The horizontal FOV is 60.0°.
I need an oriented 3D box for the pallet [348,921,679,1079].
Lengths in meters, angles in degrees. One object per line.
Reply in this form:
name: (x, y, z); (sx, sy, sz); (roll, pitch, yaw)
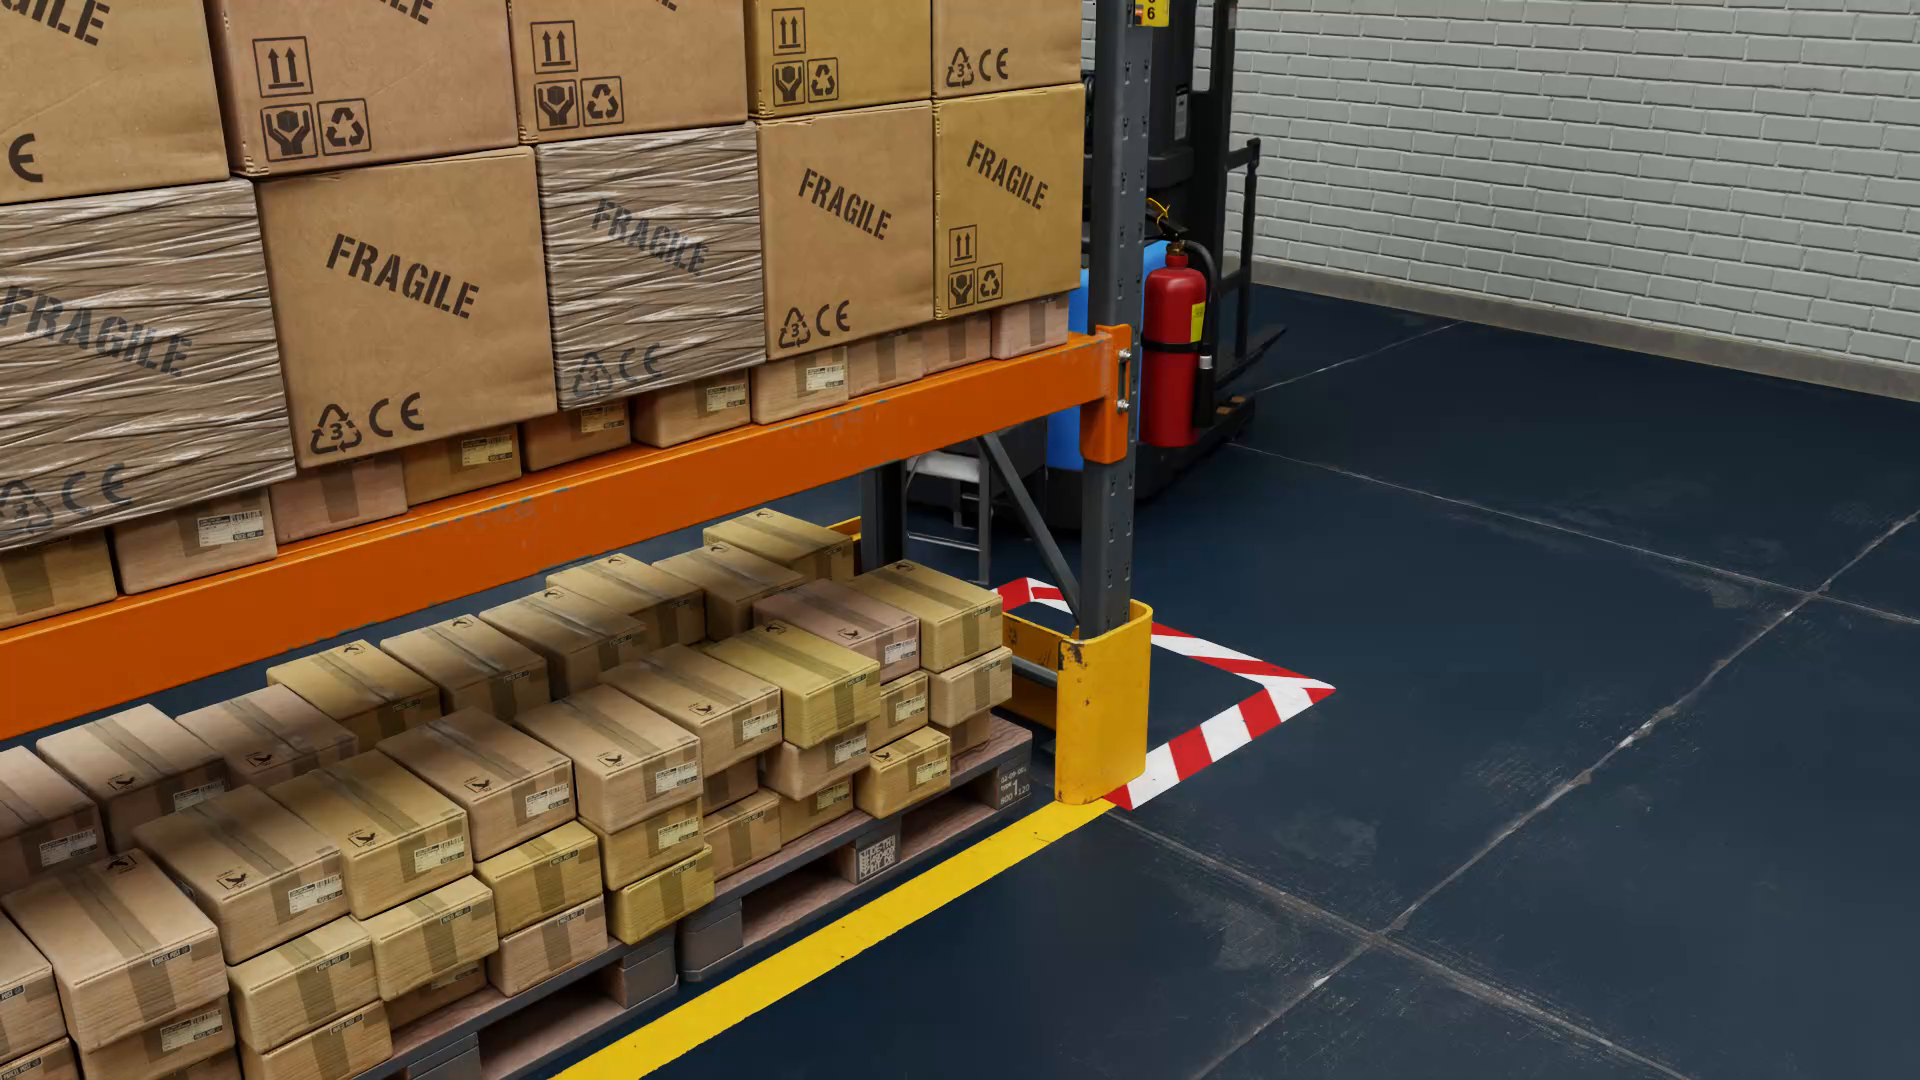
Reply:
pallet: (-1.414, 0.974, 3.745); (1.003, 0.211, 1.213); (19, 28, 41)

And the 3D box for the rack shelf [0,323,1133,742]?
rack shelf: (-1.313, -0.009, 3.420); (1.077, 0.370, 4.000); (19, 28, 41)

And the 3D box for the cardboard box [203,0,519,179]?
cardboard box: (-1.135, -0.928, 2.861); (0.500, 0.500, 0.500); (18, 27, 39)

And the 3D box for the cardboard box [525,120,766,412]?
cardboard box: (-0.757, -0.601, 3.402); (0.500, 0.500, 0.500); (19, 28, 41)

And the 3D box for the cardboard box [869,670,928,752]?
cardboard box: (-0.302, 0.398, 4.332); (0.380, 0.149, 0.250); (18, 28, 39)

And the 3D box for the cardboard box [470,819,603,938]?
cardboard box: (-0.987, 0.676, 3.609); (0.250, 0.149, 0.380); (-18, 28, -39)

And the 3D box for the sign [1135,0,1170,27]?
sign: (0.466, -1.403, 3.989); (0.100, 0.325, 0.005); (19, 28, 41)

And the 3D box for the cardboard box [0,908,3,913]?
cardboard box: (-1.953, 0.748, 3.420); (0.250, 0.149, 0.380); (-19, 28, -41)

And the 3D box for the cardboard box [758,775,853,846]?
cardboard box: (-0.488, 0.601, 4.218); (0.380, 0.149, 0.250); (19, 28, 40)

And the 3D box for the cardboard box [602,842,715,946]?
cardboard box: (-0.784, 0.749, 3.833); (0.380, 0.149, 0.250); (18, 27, 38)

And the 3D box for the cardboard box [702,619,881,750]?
cardboard box: (-0.412, 0.346, 4.052); (0.380, 0.149, 0.250); (18, 28, 39)

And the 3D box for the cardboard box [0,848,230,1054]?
cardboard box: (-1.542, 0.739, 3.031); (0.250, 0.149, 0.380); (-19, 28, -41)

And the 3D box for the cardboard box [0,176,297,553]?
cardboard box: (-1.465, -0.330, 2.698); (0.500, 0.500, 0.500); (18, 28, 40)

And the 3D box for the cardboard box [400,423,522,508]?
cardboard box: (-1.078, -0.206, 3.279); (0.250, 0.149, 0.380); (-20, 28, -41)

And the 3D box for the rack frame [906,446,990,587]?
rack frame: (-0.072, -0.841, 5.835); (0.400, 2.100, 0.015); (11, 24, 26)

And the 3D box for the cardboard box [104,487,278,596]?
cardboard box: (-1.392, -0.055, 2.887); (0.250, 0.149, 0.380); (-19, 28, -40)

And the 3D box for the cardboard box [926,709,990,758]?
cardboard box: (-0.136, 0.463, 4.576); (0.250, 0.149, 0.380); (-20, 28, -41)

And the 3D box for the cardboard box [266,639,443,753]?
cardboard box: (-1.431, 0.391, 3.935); (0.250, 0.149, 0.380); (-20, 28, -41)

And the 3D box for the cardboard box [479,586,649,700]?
cardboard box: (-1.014, 0.266, 4.261); (0.380, 0.149, 0.250); (18, 27, 38)

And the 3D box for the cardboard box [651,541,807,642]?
cardboard box: (-0.633, 0.149, 4.566); (0.250, 0.149, 0.380); (-20, 28, -41)

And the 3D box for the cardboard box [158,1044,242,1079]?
cardboard box: (-1.598, 0.990, 3.206); (0.380, 0.149, 0.250); (18, 27, 38)

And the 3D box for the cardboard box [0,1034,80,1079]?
cardboard box: (-1.779, 0.924, 2.963); (0.380, 0.149, 0.250); (17, 27, 38)

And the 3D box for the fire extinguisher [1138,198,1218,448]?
fire extinguisher: (0.589, -0.598, 4.577); (0.296, 0.674, 0.183); (19, 28, 41)

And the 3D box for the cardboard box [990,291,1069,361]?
cardboard box: (0.057, -0.587, 4.271); (0.380, 0.149, 0.250); (19, 28, 41)

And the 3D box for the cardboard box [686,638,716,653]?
cardboard box: (-0.806, 0.349, 4.460); (0.380, 0.149, 0.250); (20, 29, 41)

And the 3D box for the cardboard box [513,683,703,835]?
cardboard box: (-0.785, 0.480, 3.704); (0.250, 0.149, 0.380); (-19, 28, -40)

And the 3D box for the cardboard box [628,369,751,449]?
cardboard box: (-0.674, -0.332, 3.609); (0.380, 0.149, 0.250); (18, 27, 38)

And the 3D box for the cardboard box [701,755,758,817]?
cardboard box: (-0.704, 0.521, 4.011); (0.380, 0.149, 0.250); (19, 28, 40)

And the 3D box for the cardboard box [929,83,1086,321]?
cardboard box: (-0.047, -0.864, 4.089); (0.500, 0.500, 0.500); (-19, 28, -41)

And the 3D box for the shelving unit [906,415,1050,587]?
shelving unit: (0.042, -0.918, 6.036); (0.431, 2.100, 0.503); (11, 24, 26)

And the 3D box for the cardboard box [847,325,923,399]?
cardboard box: (-0.307, -0.464, 3.952); (0.380, 0.149, 0.250); (19, 28, 40)

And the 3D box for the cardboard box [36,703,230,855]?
cardboard box: (-1.789, 0.516, 3.610); (0.380, 0.149, 0.250); (18, 27, 39)

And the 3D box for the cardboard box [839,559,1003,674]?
cardboard box: (-0.106, 0.198, 4.438); (0.380, 0.149, 0.250); (20, 28, 41)

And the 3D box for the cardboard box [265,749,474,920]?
cardboard box: (-1.211, 0.594, 3.406); (0.380, 0.149, 0.250); (19, 28, 41)

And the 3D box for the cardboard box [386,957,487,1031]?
cardboard box: (-1.220, 0.861, 3.543); (0.250, 0.149, 0.380); (-19, 28, -41)

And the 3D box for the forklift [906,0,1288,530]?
forklift: (0.757, -1.893, 7.414); (1.130, 2.935, 3.031); (11, 24, 26)

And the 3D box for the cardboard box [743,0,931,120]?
cardboard box: (-0.412, -1.201, 3.571); (0.500, 0.500, 0.500); (18, 27, 39)

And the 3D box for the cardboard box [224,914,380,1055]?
cardboard box: (-1.349, 0.810, 3.259); (0.380, 0.149, 0.250); (19, 28, 40)
